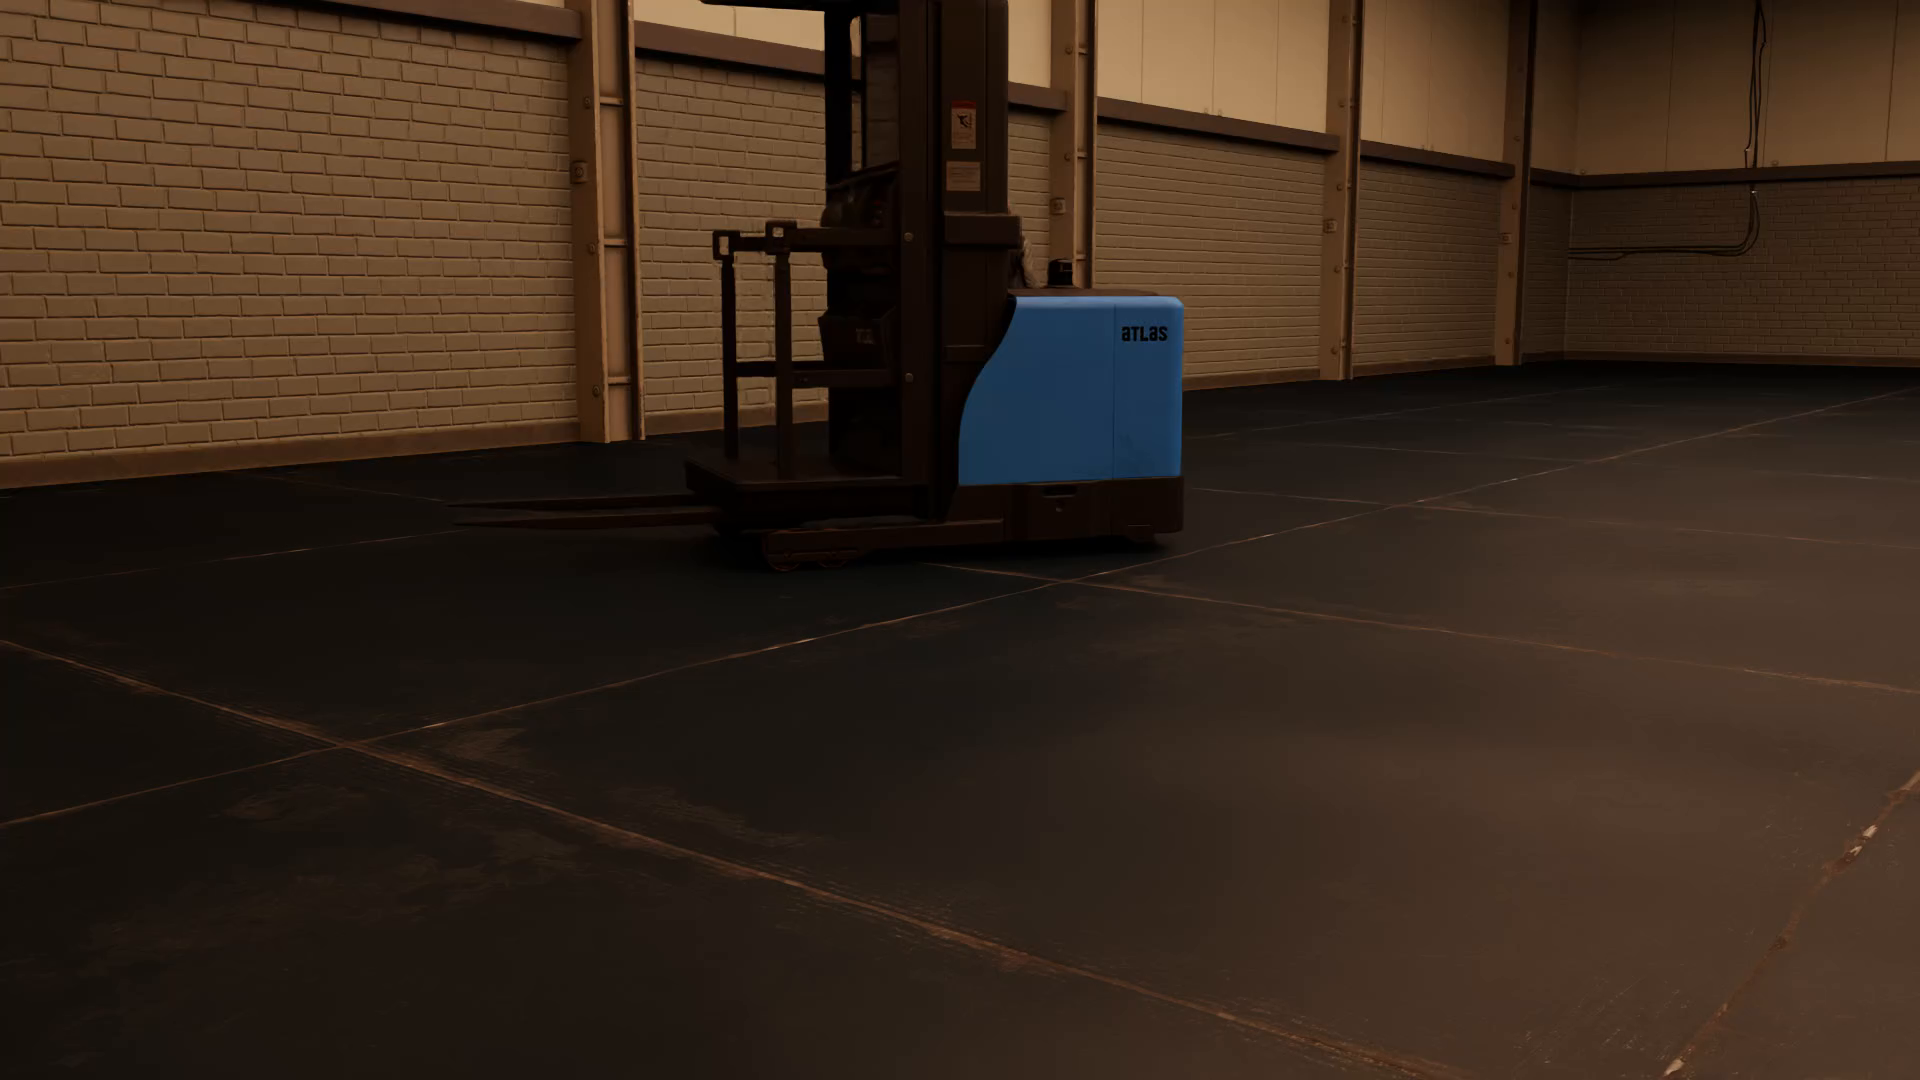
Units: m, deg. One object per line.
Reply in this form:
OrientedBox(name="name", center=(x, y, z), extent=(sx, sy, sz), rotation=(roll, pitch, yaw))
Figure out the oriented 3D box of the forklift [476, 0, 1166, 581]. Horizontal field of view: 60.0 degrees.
OrientedBox(name="forklift", center=(-0.461, -1.378, 6.701), extent=(1.130, 2.935, 3.031), rotation=(8, 12, 44))
